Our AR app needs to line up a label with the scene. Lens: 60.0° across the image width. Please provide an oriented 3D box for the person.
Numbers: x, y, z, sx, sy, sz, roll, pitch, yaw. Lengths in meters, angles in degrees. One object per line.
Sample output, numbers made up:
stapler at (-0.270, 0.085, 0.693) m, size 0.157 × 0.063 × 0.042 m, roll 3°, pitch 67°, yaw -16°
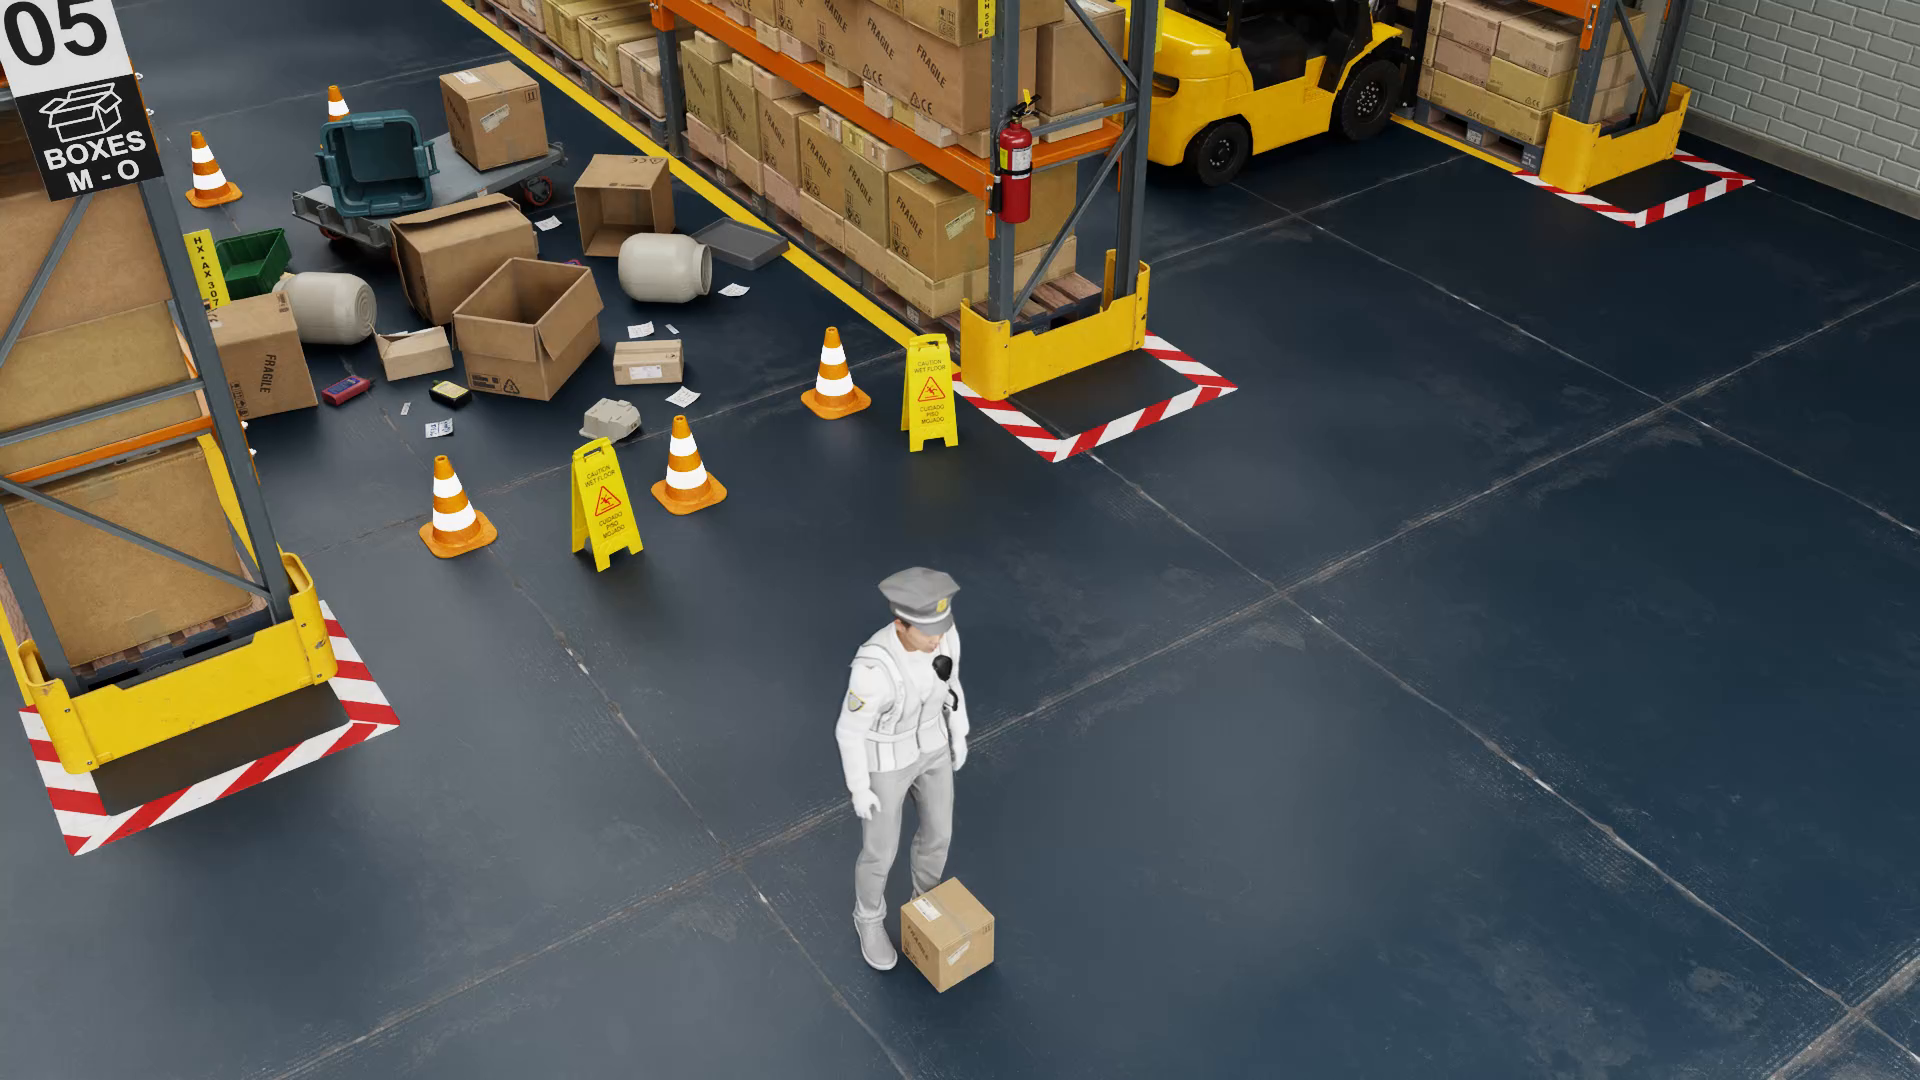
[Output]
person at (-0.176, 0.796, 5.926) m, size 0.541 × 1.662 × 0.415 m, roll -25°, pitch 44°, yaw -30°
